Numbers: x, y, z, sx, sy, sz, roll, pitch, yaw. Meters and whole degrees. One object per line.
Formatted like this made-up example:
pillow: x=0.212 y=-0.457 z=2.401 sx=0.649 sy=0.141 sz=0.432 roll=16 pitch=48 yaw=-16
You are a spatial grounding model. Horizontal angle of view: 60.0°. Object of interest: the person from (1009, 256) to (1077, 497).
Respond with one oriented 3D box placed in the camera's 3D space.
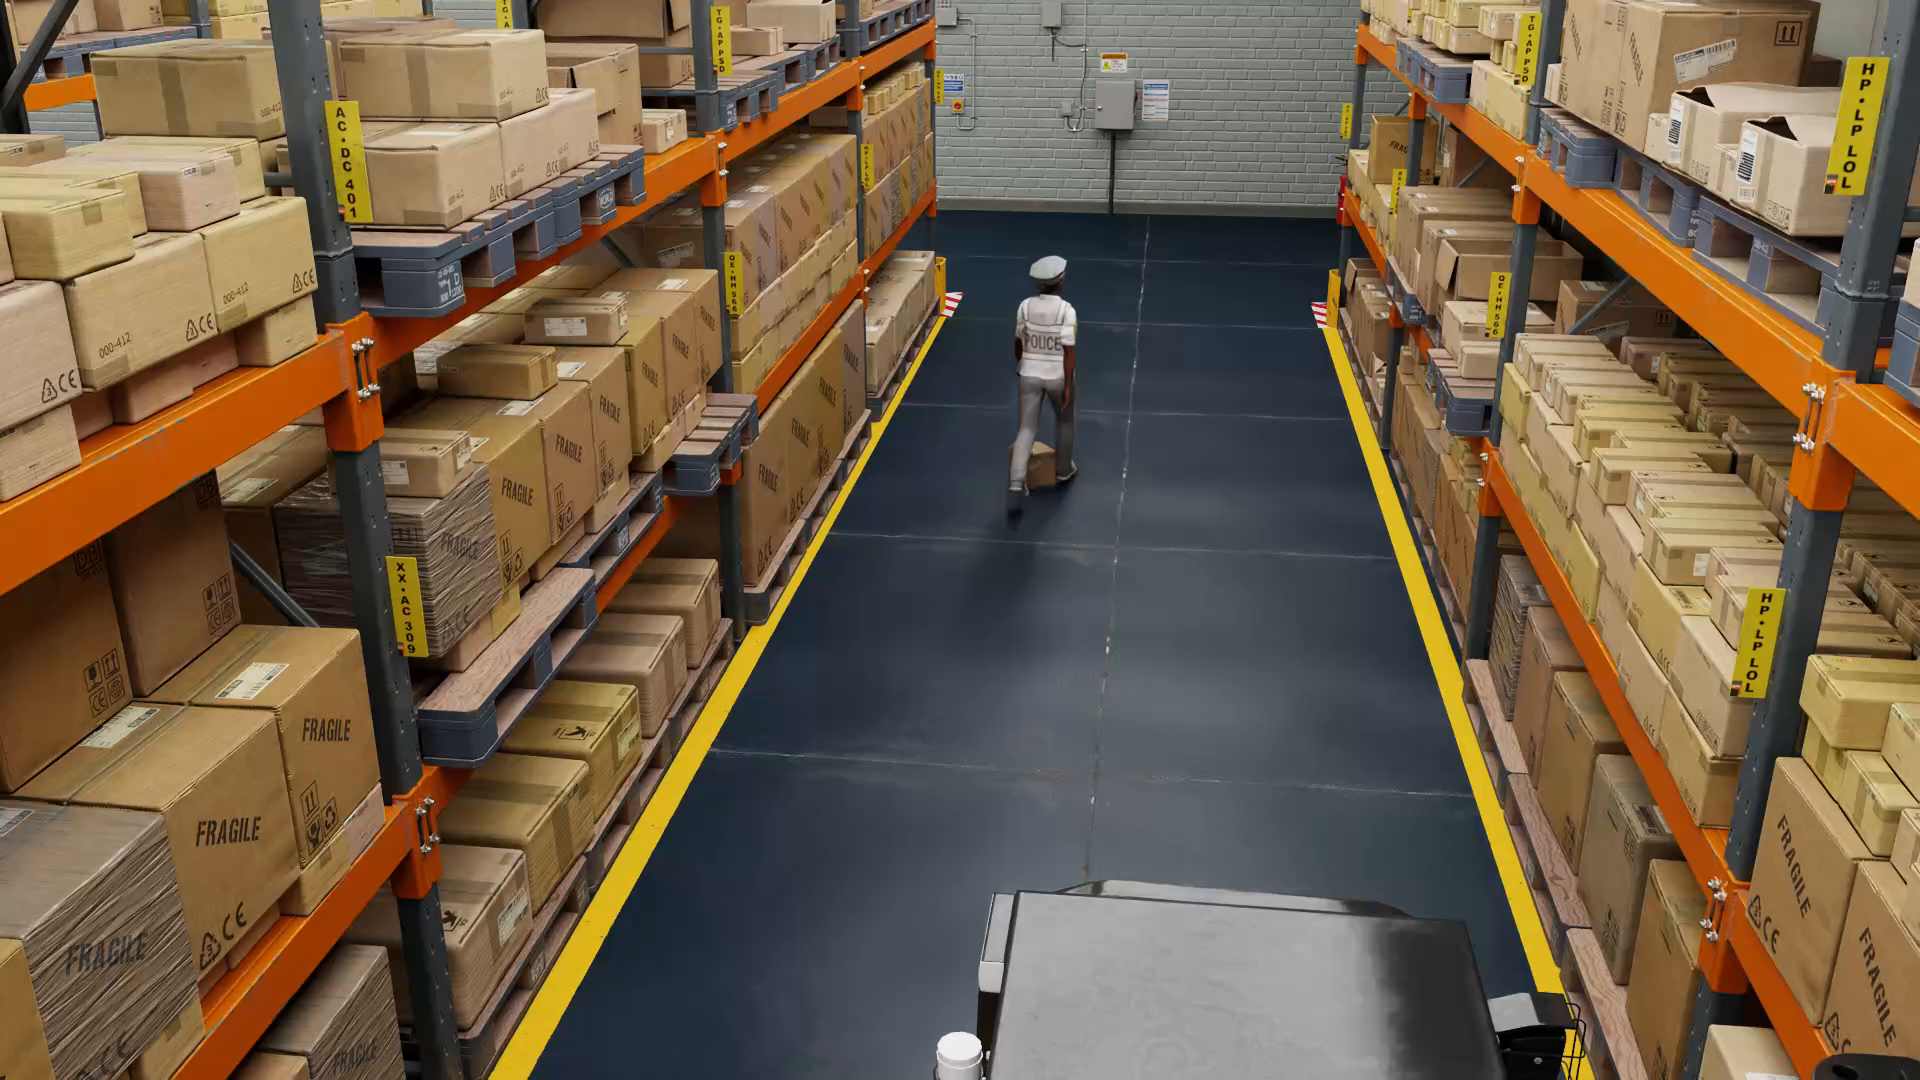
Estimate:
person: x=0.577 y=-1.123 z=11.401 sx=0.466 sy=1.637 sz=0.984 roll=6 pitch=22 yaw=15
